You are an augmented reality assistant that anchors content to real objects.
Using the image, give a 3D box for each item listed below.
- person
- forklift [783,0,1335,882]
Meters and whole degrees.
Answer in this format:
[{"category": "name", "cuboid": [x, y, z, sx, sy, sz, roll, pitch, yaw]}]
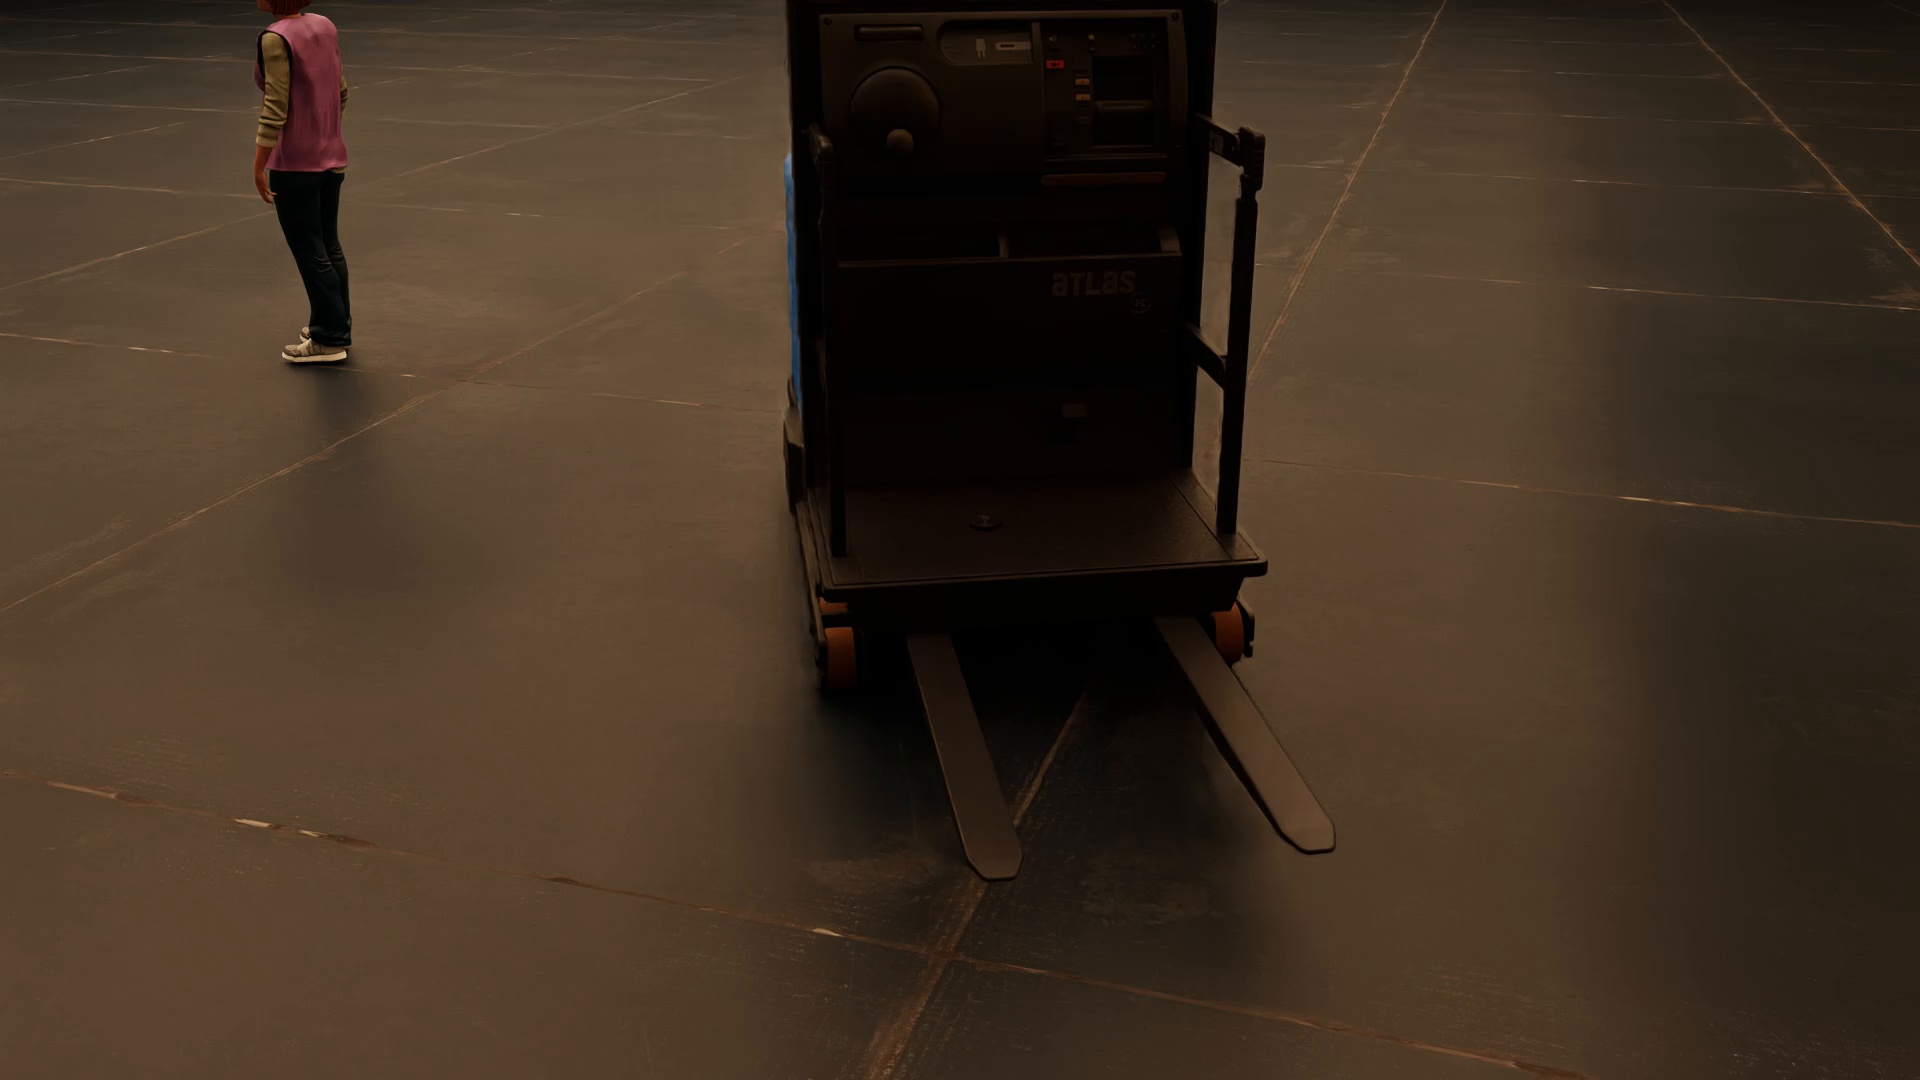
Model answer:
[{"category": "person", "cuboid": [-2.669, -1.493, 6.625, 0.472, 1.600, 0.520, 6, 23, 14]}, {"category": "forklift", "cuboid": [0.148, -1.119, 3.989, 1.130, 2.935, 3.031, -3, 23, -8]}]
